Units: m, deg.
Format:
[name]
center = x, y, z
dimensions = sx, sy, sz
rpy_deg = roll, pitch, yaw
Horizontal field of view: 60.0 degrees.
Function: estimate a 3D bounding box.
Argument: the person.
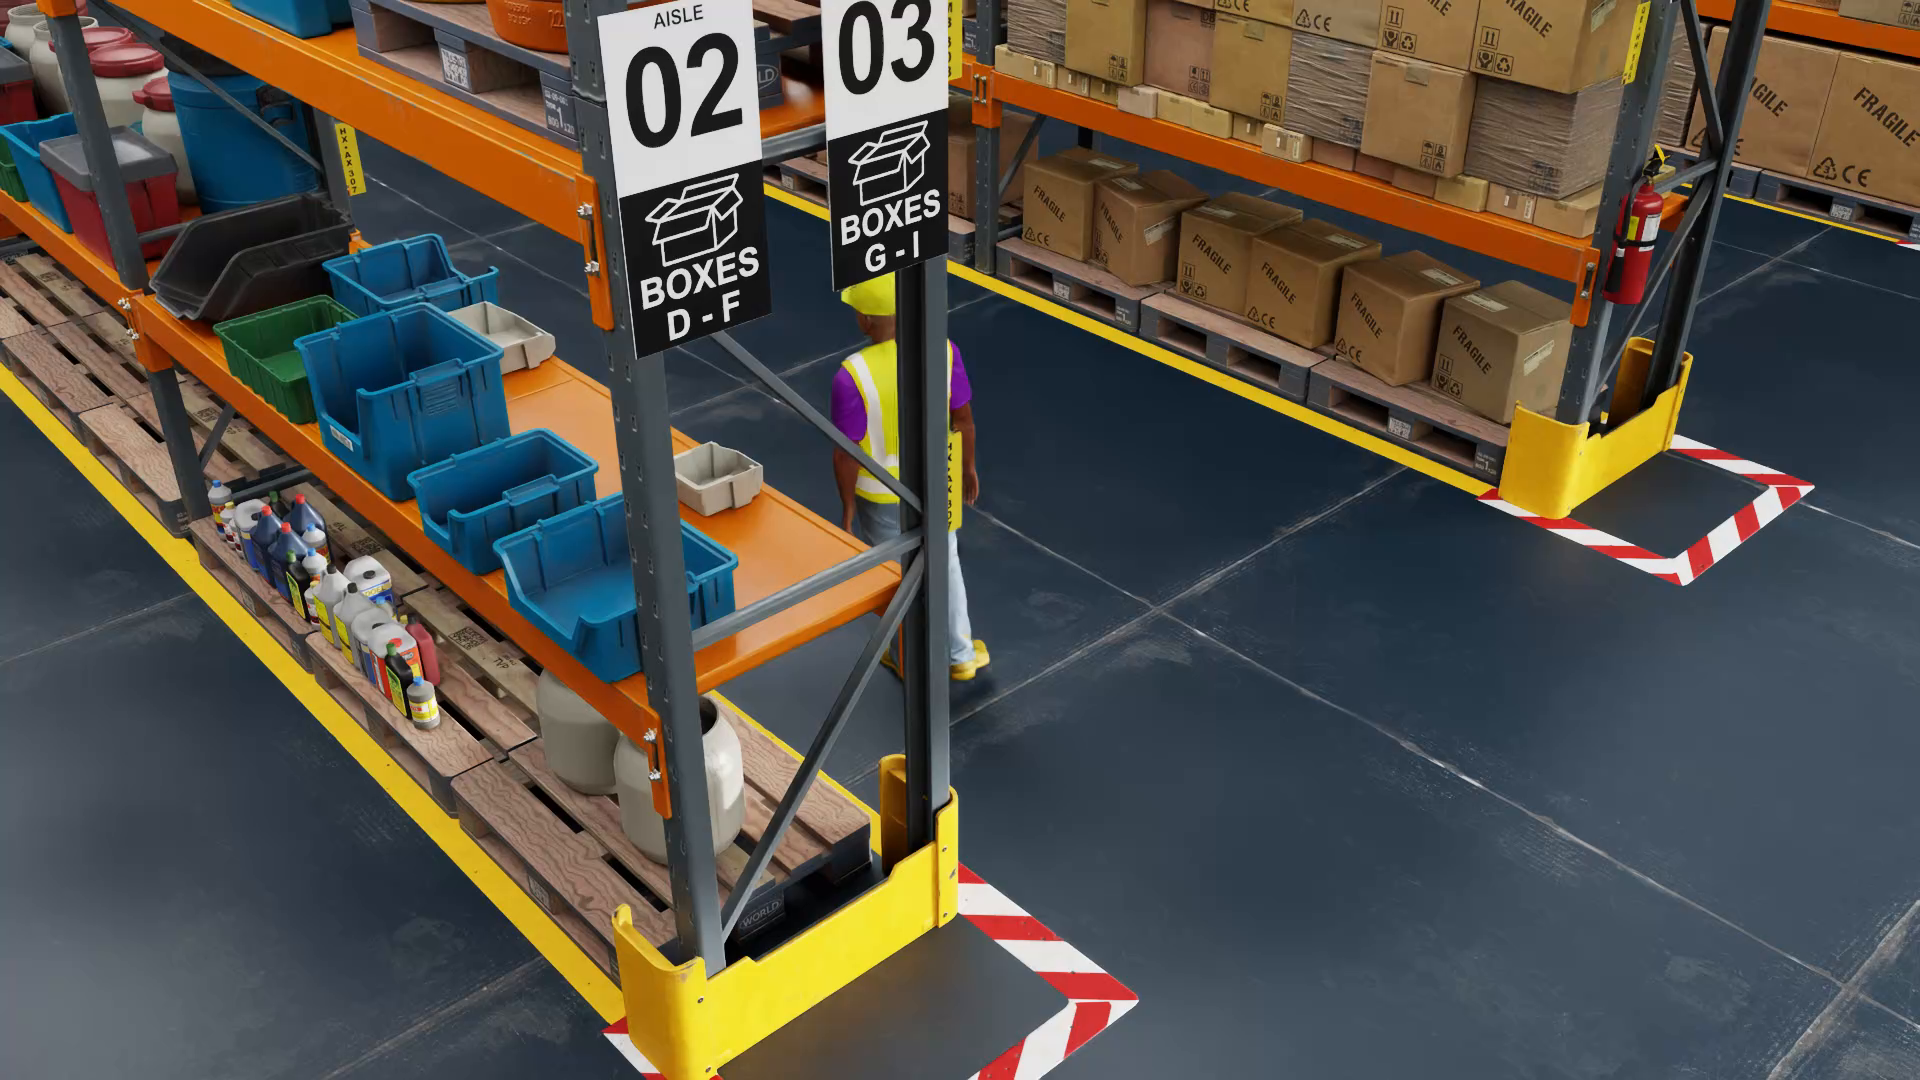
[person]
center = -0.189, -0.193, 6.427
dimensions = 0.609, 1.756, 0.581
rpy_deg = -14, 34, -22
